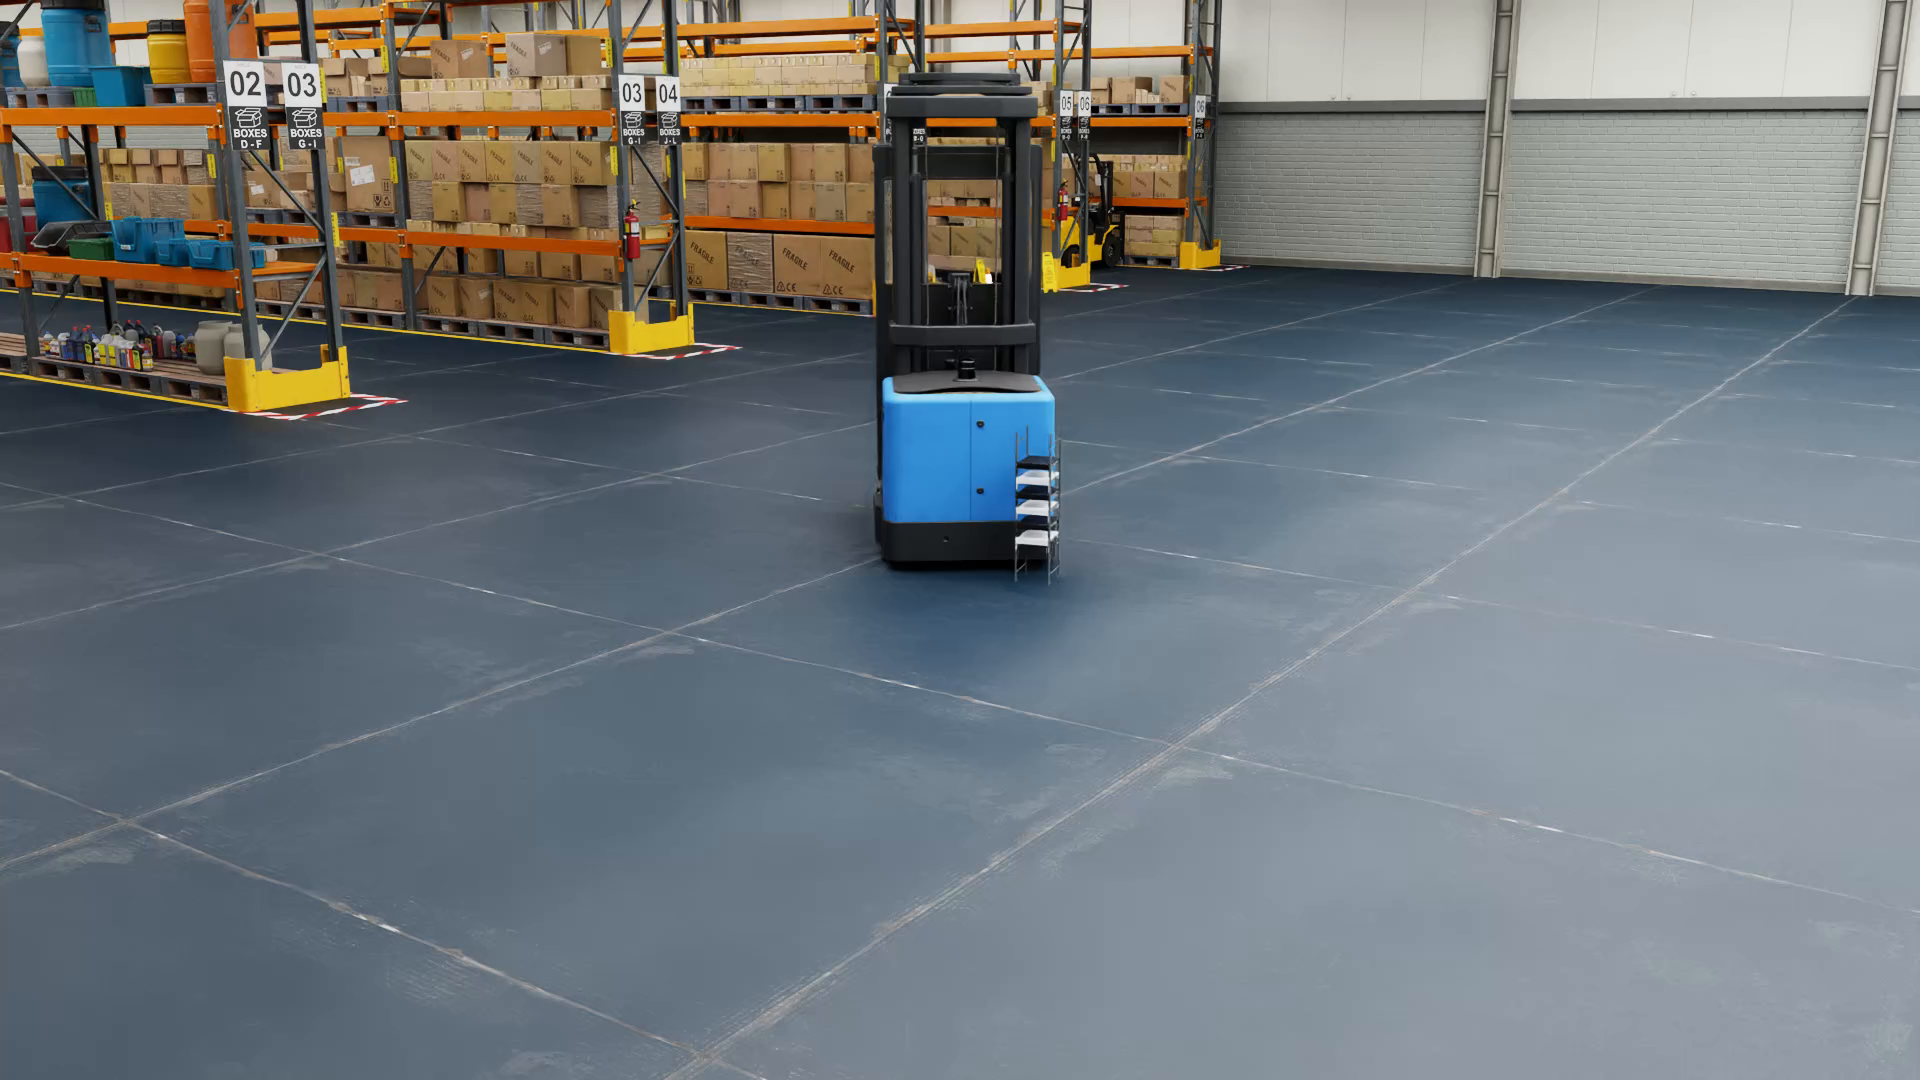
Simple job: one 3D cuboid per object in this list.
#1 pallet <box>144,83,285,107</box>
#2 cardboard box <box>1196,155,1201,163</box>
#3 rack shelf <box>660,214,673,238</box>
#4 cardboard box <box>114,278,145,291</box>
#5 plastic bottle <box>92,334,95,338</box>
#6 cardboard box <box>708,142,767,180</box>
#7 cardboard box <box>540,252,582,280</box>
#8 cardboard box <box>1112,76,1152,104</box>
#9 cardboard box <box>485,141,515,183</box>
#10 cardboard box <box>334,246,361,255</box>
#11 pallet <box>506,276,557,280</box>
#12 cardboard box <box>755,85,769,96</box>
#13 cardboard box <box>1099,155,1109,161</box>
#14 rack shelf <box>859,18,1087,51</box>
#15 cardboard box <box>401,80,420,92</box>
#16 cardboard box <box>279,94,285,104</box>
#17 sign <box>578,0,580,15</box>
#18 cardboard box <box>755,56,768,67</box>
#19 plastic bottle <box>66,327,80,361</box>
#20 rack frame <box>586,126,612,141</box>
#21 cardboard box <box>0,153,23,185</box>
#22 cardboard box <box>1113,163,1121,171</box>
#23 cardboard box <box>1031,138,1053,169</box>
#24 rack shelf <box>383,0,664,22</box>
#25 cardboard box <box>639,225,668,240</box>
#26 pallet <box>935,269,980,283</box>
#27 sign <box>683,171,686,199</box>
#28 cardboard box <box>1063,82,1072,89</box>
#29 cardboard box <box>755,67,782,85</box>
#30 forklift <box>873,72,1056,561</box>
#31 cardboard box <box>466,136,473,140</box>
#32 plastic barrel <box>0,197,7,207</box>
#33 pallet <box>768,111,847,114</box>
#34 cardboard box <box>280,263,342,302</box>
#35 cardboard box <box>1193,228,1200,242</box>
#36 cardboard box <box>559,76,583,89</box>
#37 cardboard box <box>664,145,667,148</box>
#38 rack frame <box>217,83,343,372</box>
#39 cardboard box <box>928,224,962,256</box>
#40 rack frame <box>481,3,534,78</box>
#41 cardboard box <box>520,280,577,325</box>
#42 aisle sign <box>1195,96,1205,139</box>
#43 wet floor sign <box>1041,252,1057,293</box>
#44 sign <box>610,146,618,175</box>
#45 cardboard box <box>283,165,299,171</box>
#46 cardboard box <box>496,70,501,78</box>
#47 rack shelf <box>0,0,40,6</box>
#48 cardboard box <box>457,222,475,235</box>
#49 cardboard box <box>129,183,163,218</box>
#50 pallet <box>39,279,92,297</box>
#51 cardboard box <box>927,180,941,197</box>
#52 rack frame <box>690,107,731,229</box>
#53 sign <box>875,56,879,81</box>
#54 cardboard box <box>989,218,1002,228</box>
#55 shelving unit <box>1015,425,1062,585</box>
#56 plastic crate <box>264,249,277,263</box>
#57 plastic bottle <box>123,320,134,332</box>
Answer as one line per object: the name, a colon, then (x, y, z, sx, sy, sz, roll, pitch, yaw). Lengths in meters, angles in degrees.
pallet: (-7.073, -4.290, 16.061, 1.213, 0.211, 1.003, 9, 17, 33)
cardboard box: (4.462, -7.344, 32.072, 0.250, 0.149, 0.380, 9, 16, 32)
rack shelf: (-5.804, -5.213, 27.138, 4.000, 0.370, 1.077, 9, 17, 33)
cardboard box: (-12.350, -4.363, 25.753, 0.875, 0.875, 1.225, 9, 16, 31)
plastic bottle: (-9.134, -2.034, 17.561, 0.097, 0.271, 0.097, 0, 14, 0)
cardboard box: (-3.336, -5.784, 25.389, 0.550, 0.550, 0.875, 9, 17, 33)
cardboard box: (-6.281, -4.726, 27.482, 0.750, 0.750, 1.050, 9, 17, 34)
cardboard box: (3.324, -8.674, 32.087, 0.500, 0.500, 0.700, 9, 17, 33)
cardboard box: (-5.513, -4.688, 20.609, 0.500, 0.500, 0.500, 9, 17, 33)
cardboard box: (-11.221, -5.311, 30.473, 0.250, 0.149, 0.380, 10, 17, 34)
pallet: (-6.851, -4.357, 27.983, 1.213, 0.211, 1.003, 9, 17, 33)
cardboard box: (-2.770, -6.560, 24.281, 0.250, 0.149, 0.380, 9, 17, 34)
cardboard box: (2.930, -7.467, 32.568, 0.250, 0.149, 0.380, 9, 17, 34)
rack shelf: (0.194, -8.588, 28.293, 4.000, 0.370, 1.077, 9, 17, 33)
cardboard box: (-6.898, -5.791, 21.214, 0.250, 0.149, 0.380, 9, 16, 31)
cardboard box: (-9.210, -5.989, 22.844, 0.500, 0.250, 0.500, 10, 17, 34)
sign: (-7.811, -10.882, 33.945, 0.005, 0.325, 0.100, 9, 17, 33)
cardboard box: (-2.769, -6.947, 24.185, 0.250, 0.149, 0.380, 9, 17, 33)
plastic bottle: (-9.322, -2.068, 17.533, 0.185, 0.351, 0.144, 10, 17, 34)
rack frame: (-8.655, -8.894, 40.511, 0.127, 3.000, 1.000, 9, 17, 33)
cardboard box: (-15.858, -6.110, 27.397, 0.500, 0.500, 0.500, 9, 16, 31)
cardboard box: (3.099, -7.270, 32.391, 0.250, 0.149, 0.380, 9, 17, 33)
cardboard box: (1.308, -6.462, 27.776, 0.500, 0.500, 0.700, 9, 16, 31)
rack shelf: (-5.337, -6.612, 20.311, 4.000, 0.370, 1.077, 9, 17, 33)
cardboard box: (-3.780, -3.746, 20.238, 0.250, 0.149, 0.380, 9, 17, 33)
pallet: (0.128, -4.695, 29.350, 1.213, 0.211, 1.003, 9, 17, 33)
sign: (-3.374, -4.311, 20.194, 0.005, 0.325, 0.100, 9, 17, 33)
cardboard box: (1.673, -7.568, 27.774, 0.250, 0.149, 0.380, 9, 17, 32)
cardboard box: (-2.636, -6.750, 24.219, 0.500, 0.250, 0.500, 9, 17, 33)
forklift: (-0.026, -1.593, 11.159, 1.130, 2.935, 3.031, -1, 14, -3)
cardboard box: (-10.214, -8.473, 35.171, 0.250, 0.149, 0.380, 9, 17, 33)
plastic barrel: (-11.041, -3.668, 19.115, 0.433, 0.535, 0.433, 0, 14, 0)
pallet: (-2.780, -7.902, 30.652, 1.003, 0.211, 1.213, 9, 17, 33)
cardboard box: (-9.281, -3.698, 23.806, 0.500, 0.500, 0.700, 8, 16, 28)
cardboard box: (4.347, -5.965, 32.485, 0.500, 0.250, 0.500, 10, 17, 34)
cardboard box: (-4.520, -5.408, 19.665, 0.250, 0.149, 0.380, 8, 16, 30)
cardboard box: (-5.359, -7.382, 32.115, 0.500, 0.500, 0.500, 9, 16, 31)
rack frame: (-6.441, -2.795, 15.872, 0.127, 3.000, 1.000, 9, 17, 33)
cardboard box: (-0.246, -5.256, 29.100, 0.500, 0.500, 0.500, 10, 17, 36)
rack frame: (-7.463, -8.743, 27.415, 0.127, 3.000, 1.000, 9, 17, 33)
cardboard box: (-5.210, -3.021, 21.114, 0.500, 0.500, 0.500, 11, 18, 38)
aisle sign: (4.512, -7.943, 31.259, 0.004, 0.787, 0.394, 9, 17, 33)
wet floor sign: (1.414, -4.377, 27.161, 0.267, 0.644, 0.232, -10, 17, -35)
sign: (-4.003, -4.390, 19.248, 0.005, 0.325, 0.100, 9, 17, 33)
cardboard box: (-12.183, -6.706, 30.842, 0.500, 0.500, 0.500, 9, 17, 33)
cardboard box: (-8.073, -7.885, 28.392, 0.258, 0.266, 0.396, 9, 17, 33)
rack shelf: (-11.420, -5.968, 18.536, 4.000, 0.370, 1.077, 9, 17, 33)
cardboard box: (-6.165, -3.971, 21.144, 0.250, 0.149, 0.380, 9, 17, 33)
cardboard box: (-12.128, -5.126, 25.081, 0.500, 0.500, 0.500, 10, 17, 34)
pallet: (-14.222, -4.156, 27.172, 1.213, 0.211, 1.003, 9, 17, 33)
cardboard box: (-0.417, -6.241, 28.964, 0.500, 0.500, 0.500, 9, 17, 32)
rack frame: (-4.784, -6.831, 32.177, 0.127, 3.000, 1.000, 9, 17, 33)
sign: (-1.139, -6.499, 22.915, 0.005, 0.325, 0.100, 9, 17, 33)
cardboard box: (0.701, -5.398, 28.324, 0.250, 0.149, 0.380, 10, 17, 34)
shelving unit: (0.459, -0.206, 9.782, 0.210, 0.900, 0.258, 5, 15, 18)
plastic crate: (-7.004, -2.851, 16.647, 0.250, 0.136, 0.298, 9, 17, 33)
plastic bottle: (-9.065, -2.230, 18.187, 0.185, 0.351, 0.144, 9, 16, 31)
